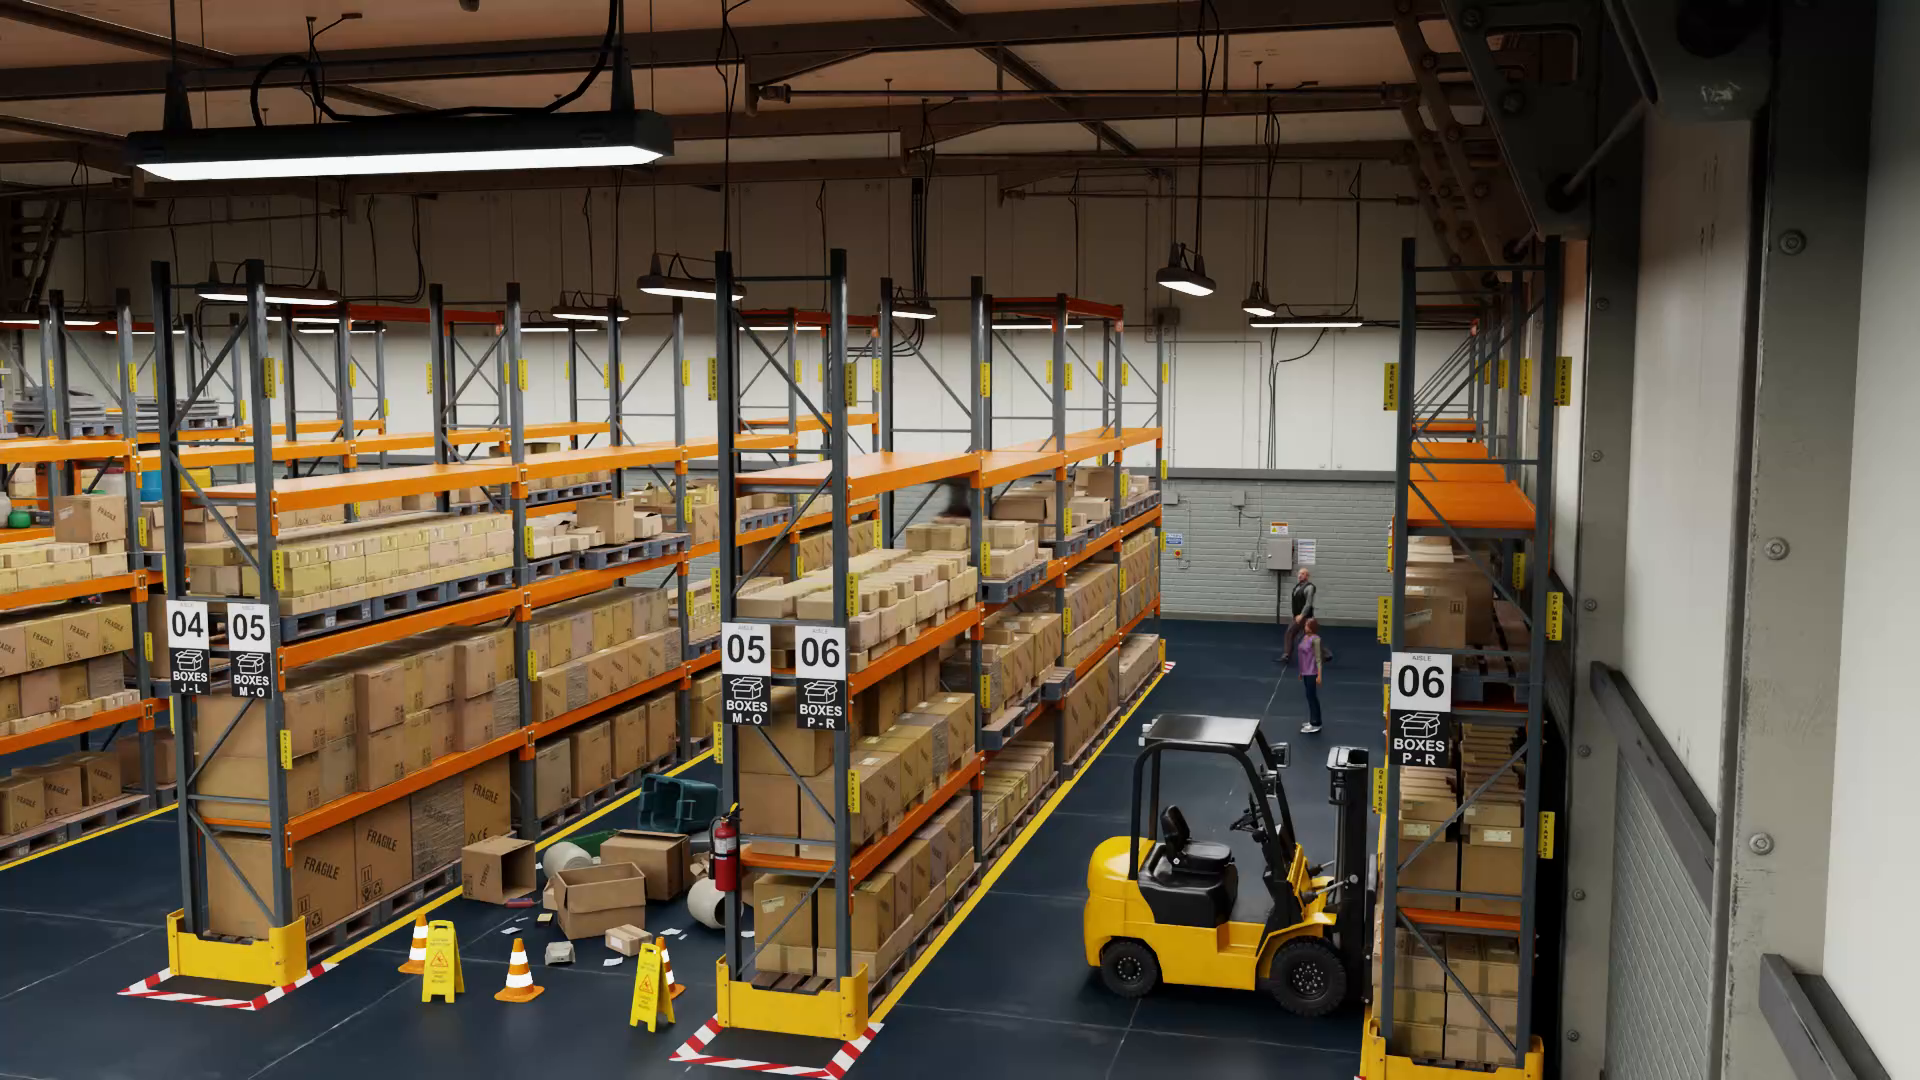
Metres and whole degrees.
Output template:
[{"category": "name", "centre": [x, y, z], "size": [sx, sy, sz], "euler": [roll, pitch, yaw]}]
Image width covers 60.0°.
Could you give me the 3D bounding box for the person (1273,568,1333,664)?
[{"category": "person", "centre": [5.884, 1.321, 28.504], "size": [1.005, 1.681, 0.598], "euler": [1, 6, 10]}]

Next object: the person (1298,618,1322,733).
[{"category": "person", "centre": [4.931, 1.899, 23.434], "size": [0.346, 1.592, 0.465], "euler": [0, 6, 4]}]
